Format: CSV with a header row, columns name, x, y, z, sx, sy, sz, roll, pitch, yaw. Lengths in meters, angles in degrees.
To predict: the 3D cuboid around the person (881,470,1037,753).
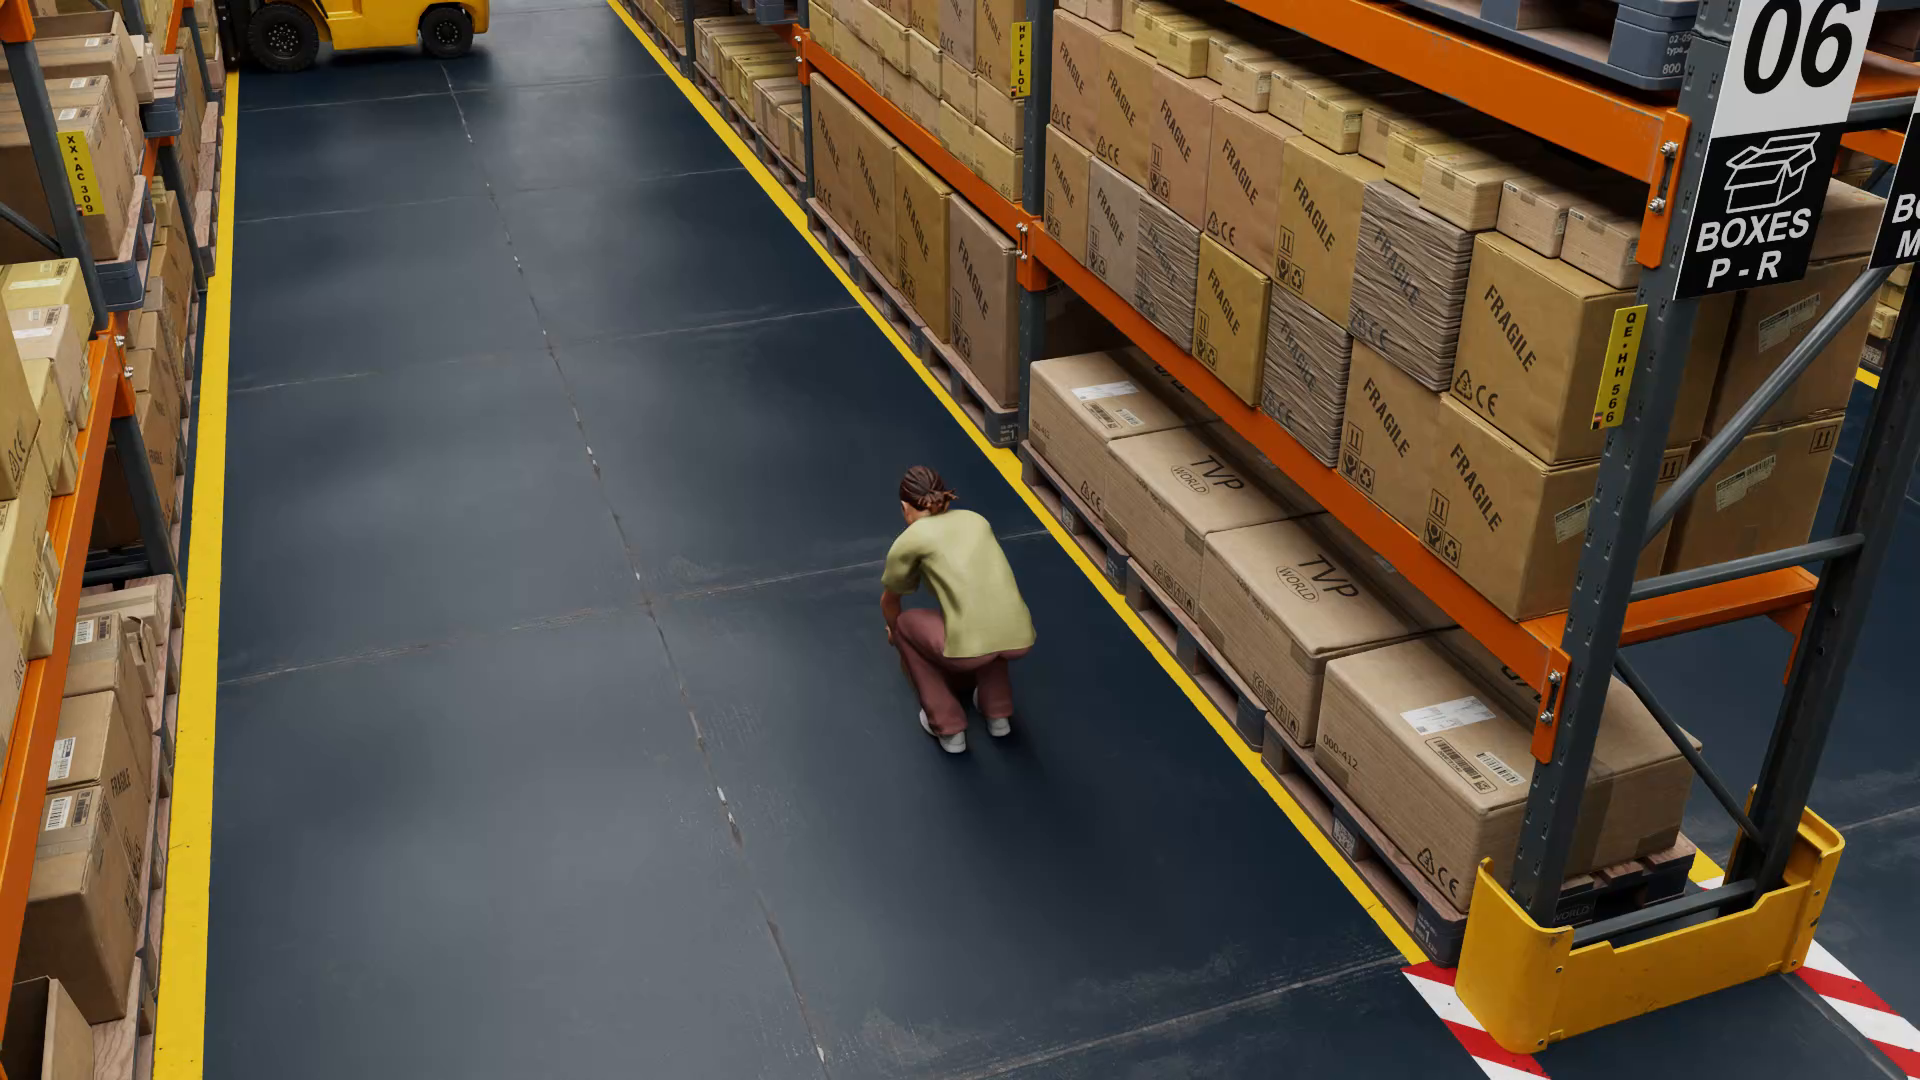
name,x,y,z,sx,sy,sz,roll,pitch,yaw
person,-0.026,0.287,6.358,0.487,0.953,0.789,-11,32,-18
